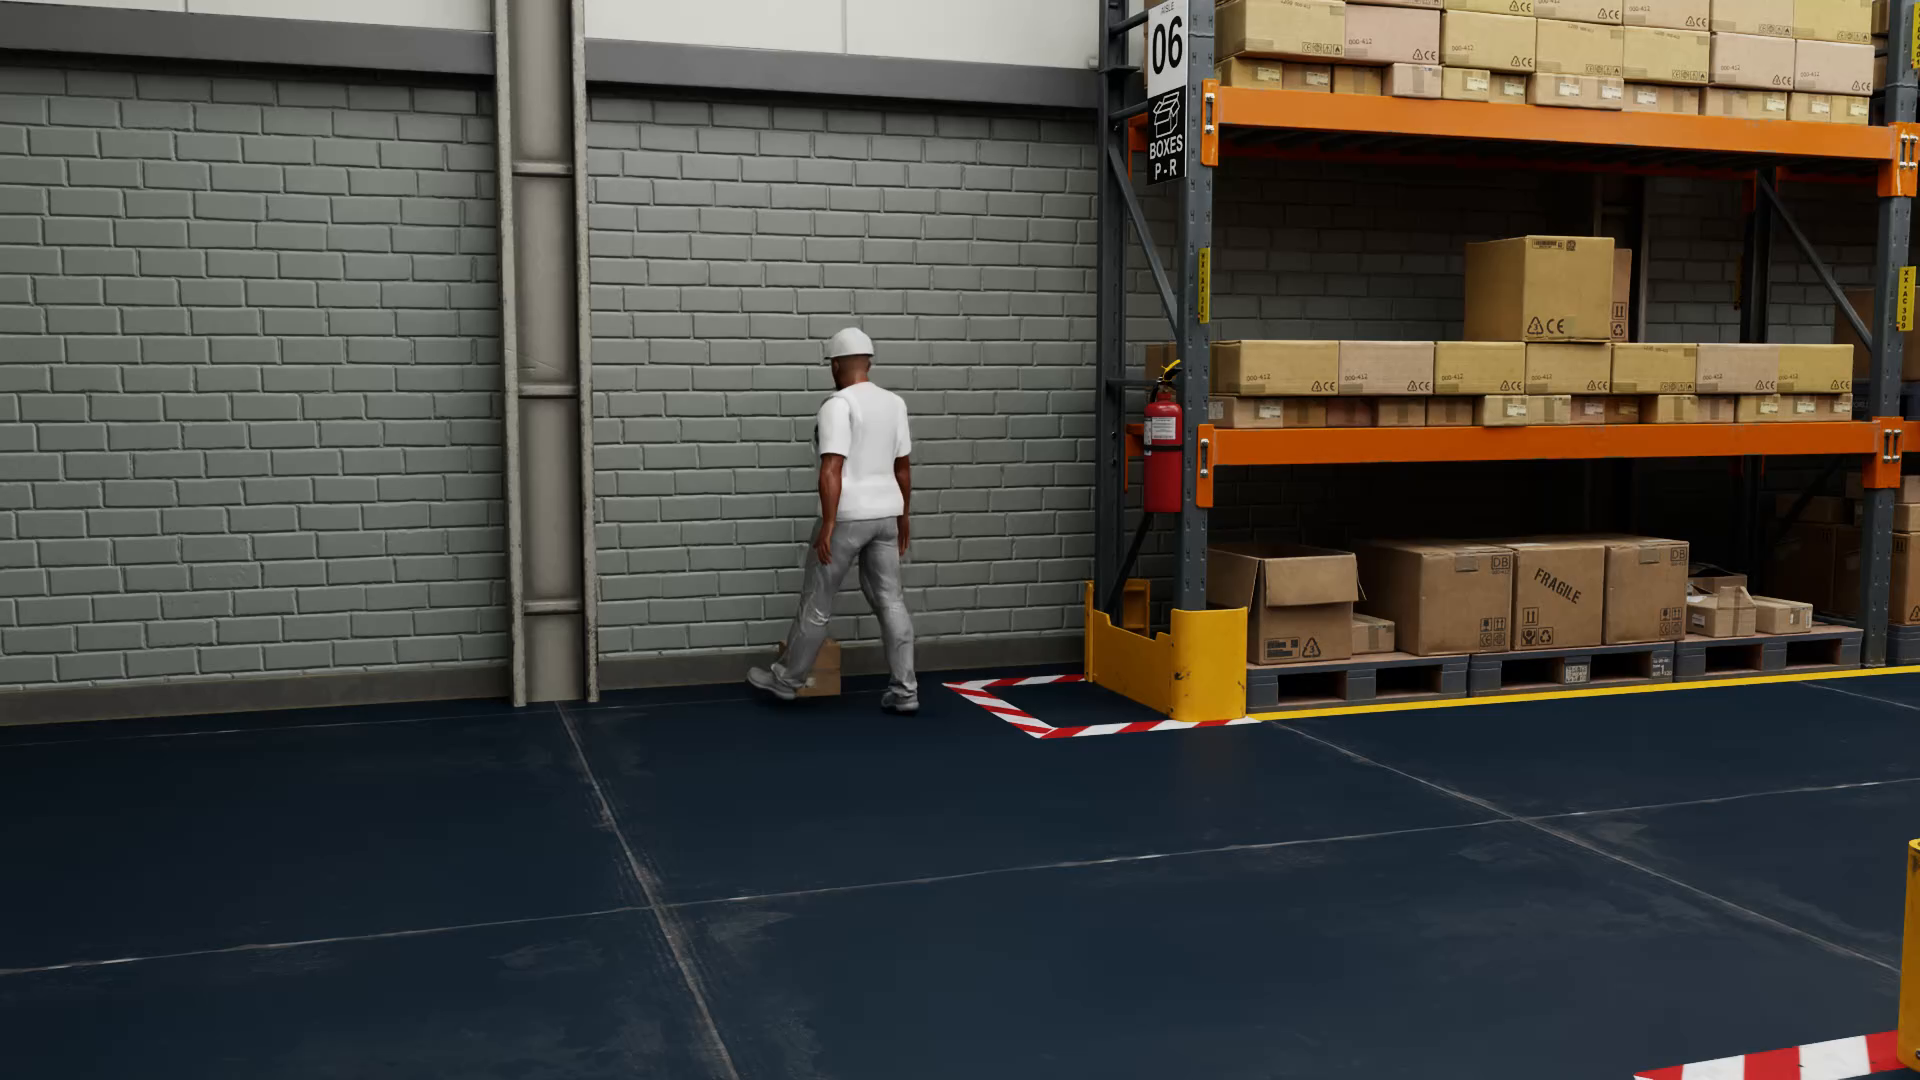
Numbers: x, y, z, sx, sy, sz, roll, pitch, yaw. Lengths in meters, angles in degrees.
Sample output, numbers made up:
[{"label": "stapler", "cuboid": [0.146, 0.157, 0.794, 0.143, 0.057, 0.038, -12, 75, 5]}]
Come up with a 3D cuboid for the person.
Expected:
[{"label": "person", "cuboid": [-0.554, -0.101, 7.706, 0.869, 1.751, 0.664, 5, 8, 41]}]
